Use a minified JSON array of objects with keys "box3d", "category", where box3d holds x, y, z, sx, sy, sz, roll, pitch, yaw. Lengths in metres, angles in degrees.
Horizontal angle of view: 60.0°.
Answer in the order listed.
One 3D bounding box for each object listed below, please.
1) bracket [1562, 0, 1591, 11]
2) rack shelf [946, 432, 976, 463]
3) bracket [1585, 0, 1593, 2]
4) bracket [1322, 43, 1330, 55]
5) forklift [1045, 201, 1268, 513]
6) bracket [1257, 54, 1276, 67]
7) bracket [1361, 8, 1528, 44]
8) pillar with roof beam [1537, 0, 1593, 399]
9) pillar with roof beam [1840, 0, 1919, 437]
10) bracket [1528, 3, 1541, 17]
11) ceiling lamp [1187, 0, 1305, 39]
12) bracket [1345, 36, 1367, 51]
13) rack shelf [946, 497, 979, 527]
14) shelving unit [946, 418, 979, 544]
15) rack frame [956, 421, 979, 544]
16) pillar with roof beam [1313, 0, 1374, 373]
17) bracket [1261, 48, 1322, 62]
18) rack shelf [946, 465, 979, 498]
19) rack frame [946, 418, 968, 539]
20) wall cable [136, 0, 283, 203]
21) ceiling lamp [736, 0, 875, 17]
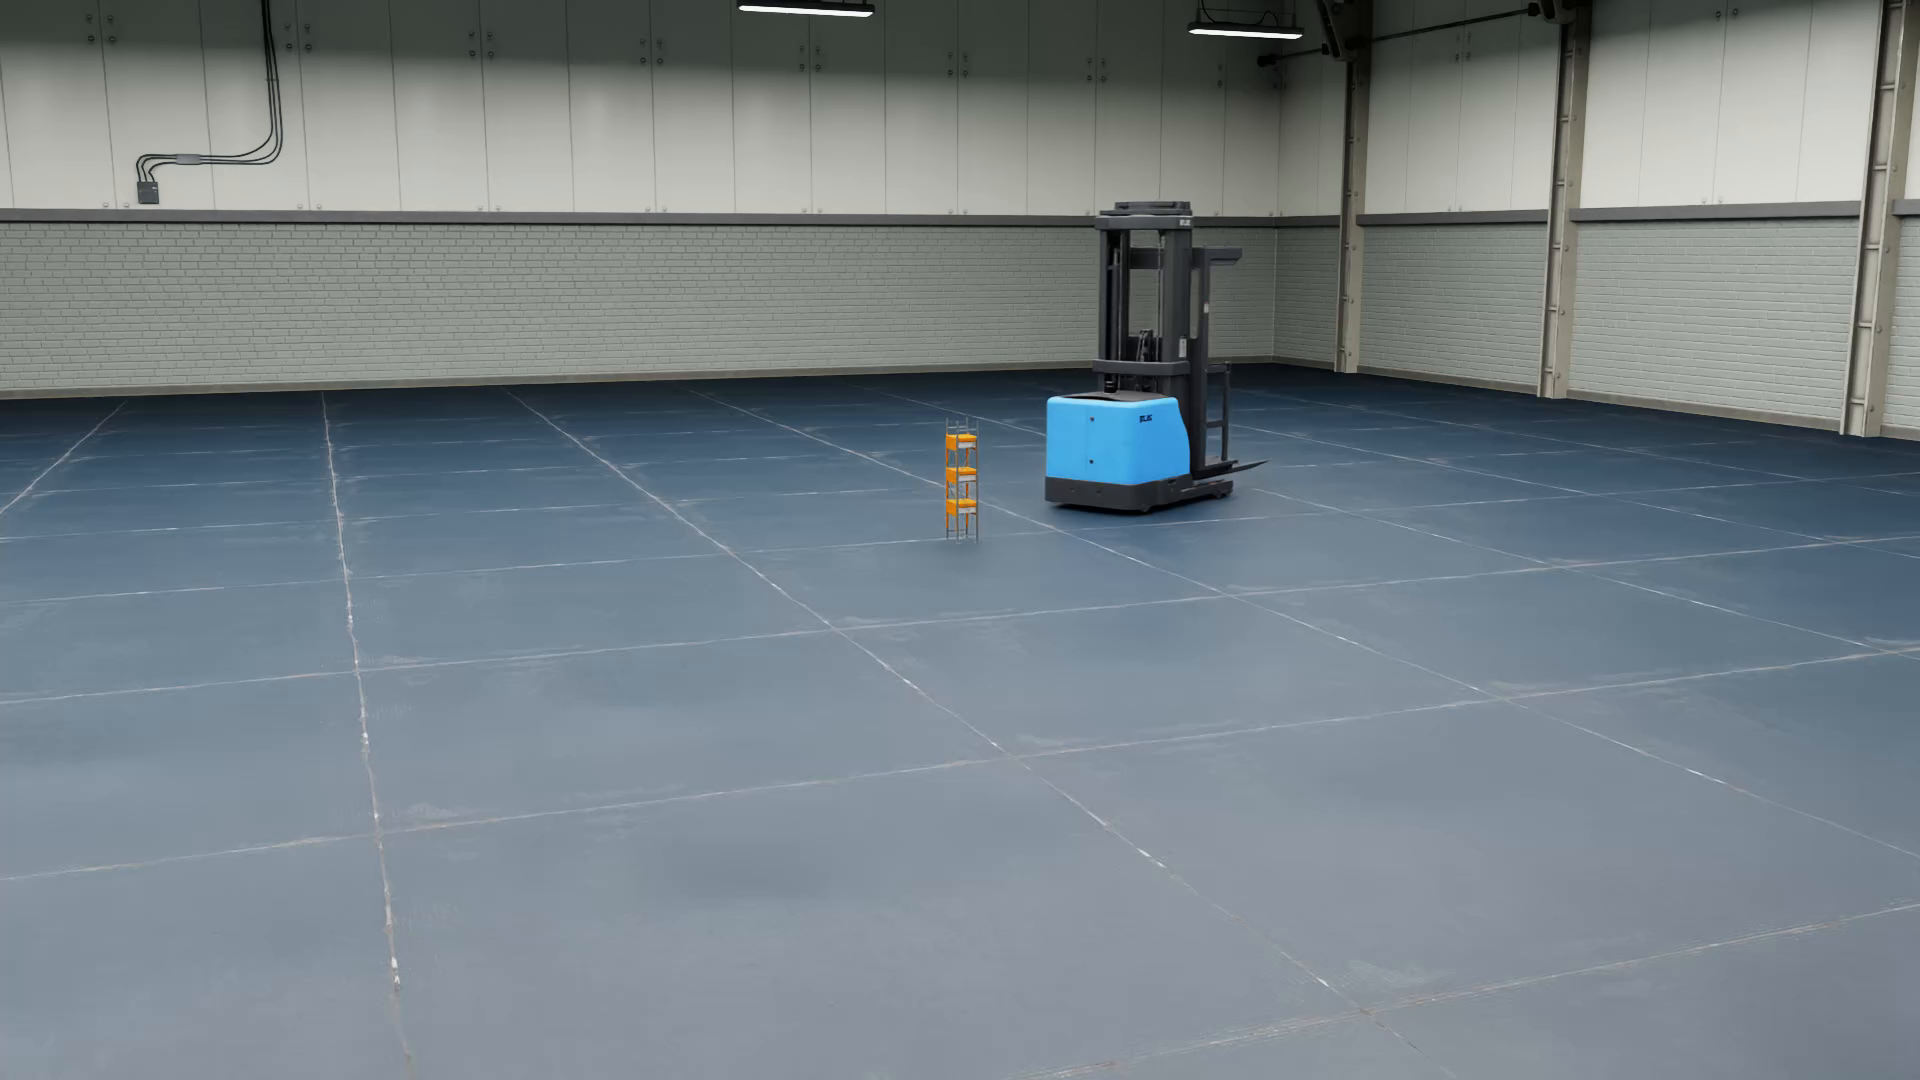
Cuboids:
[{"box3d":[9.736,-8.499,26.229,0.235,0.232,0.430,-4,11,-21],"category":"bracket"},{"box3d":[0.019,-0.777,14.231,0.215,0.259,0.240,-4,11,-21],"category":"rack shelf"},{"box3d":[10.670,-8.079,23.865,0.076,0.066,4.783,-4,11,-21],"category":"bracket"},{"box3d":[7.261,-9.614,32.497,0.235,0.232,0.430,-4,11,-21],"category":"bracket"},{"box3d":[2.131,-1.908,16.779,1.130,2.935,3.031,8,13,38],"category":"forklift"},{"box3d":[6.402,-10.001,34.672,0.235,0.232,0.430,-4,11,-21],"category":"bracket"},{"box3d":[8.495,-9.058,29.371,0.076,0.066,4.783,-4,11,-21],"category":"bracket"},{"box3d":[5.904,-6.544,25.516,9.100,9.000,0.548,-4,11,-21],"category":"pillar with roof beam"},{"box3d":[8.078,-5.565,20.010,9.100,9.000,0.400,-4,11,-21],"category":"pillar with roof beam"},{"box3d":[9.435,-8.635,26.991,0.235,0.232,0.430,-4,11,-21],"category":"bracket"},{"box3d":[4.519,-9.725,26.731,2.000,3.185,0.800,-4,11,-21],"category":"ceiling lamp"},{"box3d":[7.562,-9.479,31.735,0.235,0.232,0.430,-4,11,-21],"category":"bracket"},{"box3d":[0.019,-0.224,14.330,0.215,0.259,0.240,-4,11,-21],"category":"rack shelf"},{"box3d":[0.019,-0.508,14.279,0.215,1.050,0.252,-4,11,-21],"category":"shelving unit"},{"box3d":[0.064,-0.488,14.167,0.200,1.050,0.008,-4,11,-21],"category":"rack frame"},{"box3d":[3.730,-7.524,31.022,9.100,9.000,0.548,-4,11,-21],"category":"pillar with roof beam"},{"box3d":[6.616,-9.905,34.130,0.076,0.066,3.189,-4,11,-21],"category":"bracket"},{"box3d":[0.019,-0.498,14.281,0.215,0.259,0.240,-4,11,-21],"category":"rack shelf"},{"box3d":[-0.025,-0.528,14.391,0.200,1.050,0.008,-4,11,-21],"category":"rack frame"},{"box3d":[-12.598,-8.637,27.569,2.305,6.003,0.169,-4,11,-21],"category":"wall cable"},{"box3d":[-2.322,-9.259,24.112,2.000,3.185,0.800,-4,11,-21],"category":"ceiling lamp"}]
